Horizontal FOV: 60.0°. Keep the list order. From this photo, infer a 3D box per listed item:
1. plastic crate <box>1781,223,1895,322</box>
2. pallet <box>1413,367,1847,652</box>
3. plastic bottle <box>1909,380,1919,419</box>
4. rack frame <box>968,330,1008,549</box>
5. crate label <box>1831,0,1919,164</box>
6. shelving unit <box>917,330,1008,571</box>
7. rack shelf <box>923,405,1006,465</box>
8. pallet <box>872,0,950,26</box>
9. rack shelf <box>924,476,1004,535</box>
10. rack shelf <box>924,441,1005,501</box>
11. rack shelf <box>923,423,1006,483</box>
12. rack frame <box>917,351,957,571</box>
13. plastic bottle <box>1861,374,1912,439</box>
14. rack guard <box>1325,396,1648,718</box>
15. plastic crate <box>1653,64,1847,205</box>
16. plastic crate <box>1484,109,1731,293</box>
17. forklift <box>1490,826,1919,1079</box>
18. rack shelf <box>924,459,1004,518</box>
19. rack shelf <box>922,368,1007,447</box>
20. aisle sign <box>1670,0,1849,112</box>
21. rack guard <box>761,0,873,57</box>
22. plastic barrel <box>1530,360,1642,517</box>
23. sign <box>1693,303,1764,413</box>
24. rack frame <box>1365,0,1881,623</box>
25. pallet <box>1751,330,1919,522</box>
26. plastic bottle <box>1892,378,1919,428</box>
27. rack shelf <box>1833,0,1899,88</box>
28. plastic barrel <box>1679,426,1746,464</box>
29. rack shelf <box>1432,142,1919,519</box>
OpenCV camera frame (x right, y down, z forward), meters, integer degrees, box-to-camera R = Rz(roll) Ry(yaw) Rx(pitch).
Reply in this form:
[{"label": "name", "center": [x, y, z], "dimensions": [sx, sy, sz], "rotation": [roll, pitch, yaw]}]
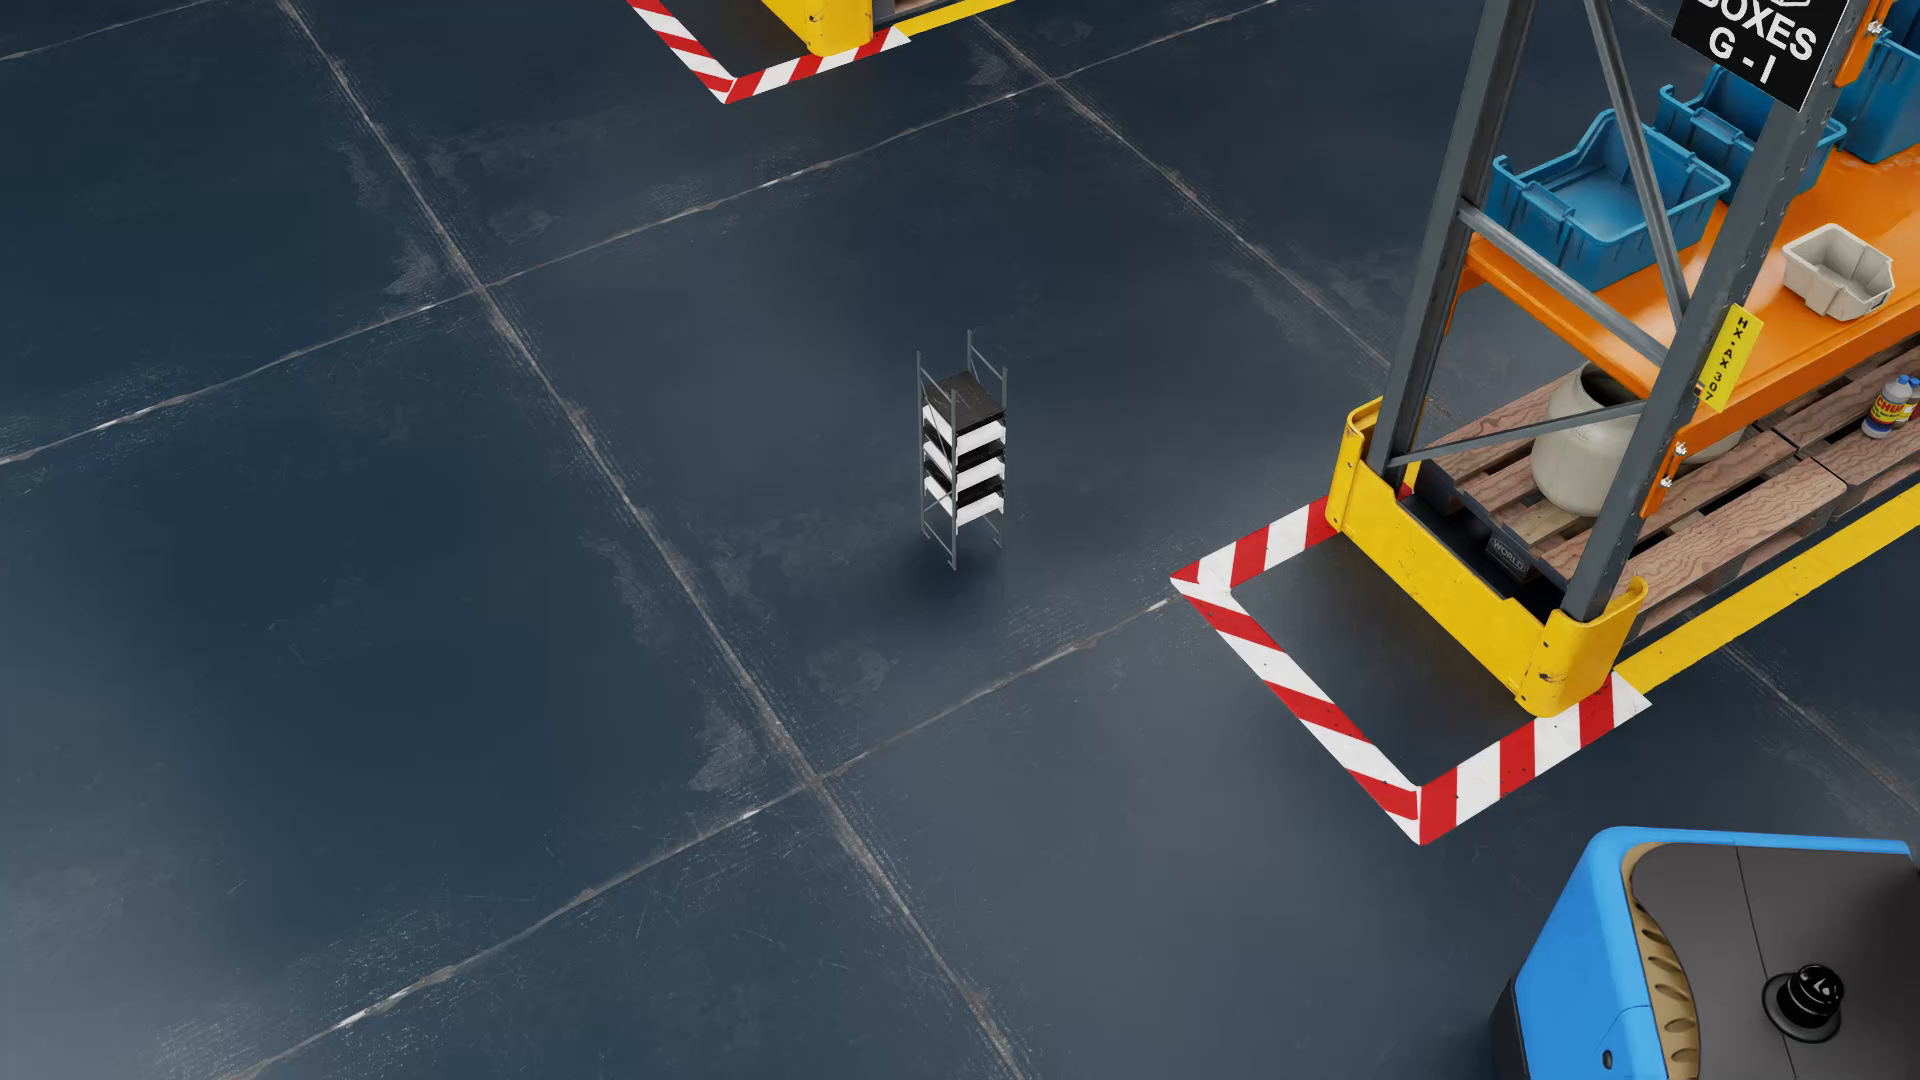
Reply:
[{"label": "plastic crate", "center": [2.711, -0.811, 5.140], "dimensions": [0.250, 0.136, 0.298], "rotation": [-25, 53, -21]}, {"label": "pallet", "center": [2.512, -0.198, 6.285], "dimensions": [1.213, 0.211, 1.003], "rotation": [-25, 53, -21]}, {"label": "plastic bottle", "center": [3.683, -0.593, 6.293], "dimensions": [0.133, 0.283, 0.061], "rotation": [-24, 53, -20]}, {"label": "rack frame", "center": [0.093, -0.343, 5.953], "dimensions": [0.006, 0.900, 0.240], "rotation": [-25, 53, -21]}, {"label": "crate label", "center": [3.195, -1.661, 5.697], "dimensions": [0.616, 0.435, 0.502], "rotation": [-25, 53, -21]}, {"label": "shelving unit", "center": [0.007, -0.302, 5.917], "dimensions": [0.210, 0.900, 0.258], "rotation": [-25, 53, -21]}, {"label": "rack shelf", "center": [0.007, -0.400, 5.807], "dimensions": [0.200, 0.077, 0.258], "rotation": [-25, 53, -21]}, {"label": "pallet", "center": [-0.233, -3.279, 9.029], "dimensions": [1.213, 0.211, 1.003], "rotation": [-25, 53, -21]}, {"label": "rack shelf", "center": [0.007, -0.161, 6.076], "dimensions": [0.200, 0.077, 0.258], "rotation": [-25, 53, -21]}, {"label": "rack shelf", "center": [0.007, -0.280, 5.942], "dimensions": [0.200, 0.077, 0.258], "rotation": [-25, 53, -21]}, {"label": "rack shelf", "center": [0.007, -0.340, 5.874], "dimensions": [0.200, 0.077, 0.258], "rotation": [-25, 53, -21]}, {"label": "rack frame", "center": [-0.079, -0.262, 5.881], "dimensions": [0.006, 0.900, 0.240], "rotation": [-25, 53, -21]}, {"label": "plastic bottle", "center": [3.482, -0.510, 6.228], "dimensions": [0.097, 0.271, 0.097], "rotation": [0, 48, 0]}, {"label": "rack guard", "center": [1.822, 0.026, 5.892], "dimensions": [0.348, 0.500, 1.175], "rotation": [-25, 53, -21]}, {"label": "plastic crate", "center": [2.598, -1.340, 5.534], "dimensions": [0.408, 0.251, 0.499], "rotation": [-25, 53, -21]}, {"label": "plastic crate", "center": [2.046, -1.084, 5.307], "dimensions": [0.616, 0.251, 0.499], "rotation": [-25, 53, -21]}, {"label": "forklift", "center": [3.043, 0.884, 3.500], "dimensions": [3.031, 2.935, 1.130], "rotation": [3, 48, 2]}, {"label": "rack shelf", "center": [0.007, -0.220, 6.009], "dimensions": [0.200, 0.077, 0.258], "rotation": [-25, 53, -21]}, {"label": "rack shelf", "center": [0.007, -0.460, 5.740], "dimensions": [0.200, 0.077, 0.258], "rotation": [-25, 53, -21]}, {"label": "aisle sign", "center": [1.878, -1.396, 3.744], "dimensions": [0.004, 0.787, 0.394], "rotation": [-25, 53, -21]}, {"label": "rack guard", "center": [-0.878, -3.034, 8.618], "dimensions": [0.348, 0.500, 1.175], "rotation": [-25, 53, -21]}, {"label": "plastic barrel", "center": [2.298, -0.368, 5.954], "dimensions": [0.421, 0.512, 0.421], "rotation": [0, 48, 0]}, {"label": "sign", "center": [2.072, -0.488, 4.491], "dimensions": [0.005, 0.325, 0.100], "rotation": [-25, 53, -21]}, {"label": "rack frame", "center": [1.783, -0.745, 4.905], "dimensions": [0.127, 3.000, 1.000], "rotation": [-25, 53, -21]}, {"label": "pallet", "center": [3.542, -0.681, 6.715], "dimensions": [1.213, 0.211, 1.003], "rotation": [-25, 53, -21]}, {"label": "plastic bottle", "center": [3.570, -0.528, 6.291], "dimensions": [0.097, 0.201, 0.097], "rotation": [0, 48, 0]}, {"label": "rack shelf", "center": [3.474, -2.301, 4.763], "dimensions": [4.000, 0.370, 1.077], "rotation": [-25, 53, -21]}, {"label": "plastic barrel", "center": [2.722, -0.568, 6.132], "dimensions": [0.421, 0.512, 0.421], "rotation": [0, 48, 0]}, {"label": "rack shelf", "center": [3.474, -1.303, 5.884], "dimensions": [4.000, 0.370, 1.077], "rotation": [-25, 53, -21]}]
